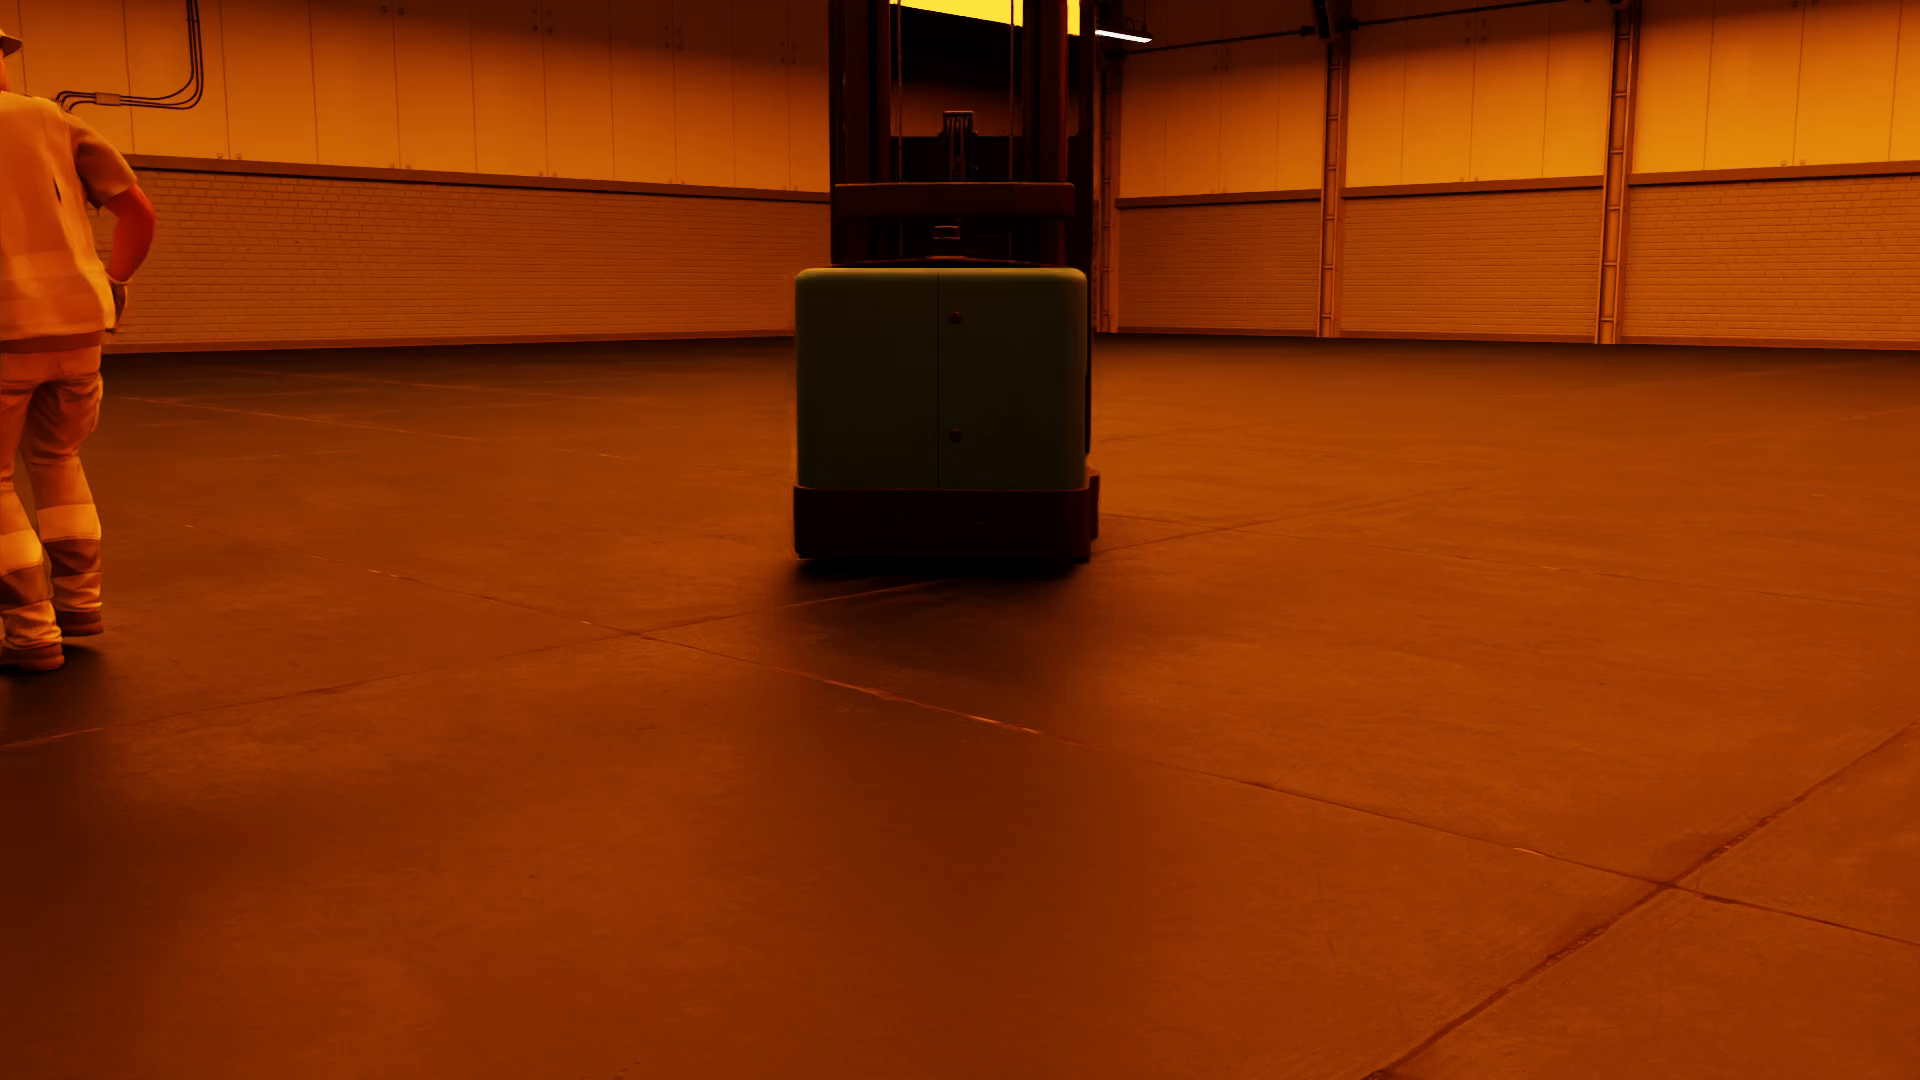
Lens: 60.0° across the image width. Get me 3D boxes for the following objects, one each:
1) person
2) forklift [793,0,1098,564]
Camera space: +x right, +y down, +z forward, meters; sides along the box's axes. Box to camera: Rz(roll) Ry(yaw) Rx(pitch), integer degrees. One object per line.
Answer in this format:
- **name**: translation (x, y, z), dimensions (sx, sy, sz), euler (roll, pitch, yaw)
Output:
- **person**: translation (-2.567, -0.538, 4.436), dimensions (0.515, 1.747, 0.739), euler (6, 11, 36)
- **forklift**: translation (0.023, -1.542, 7.113), dimensions (1.130, 2.935, 3.031), euler (1, 9, 4)
